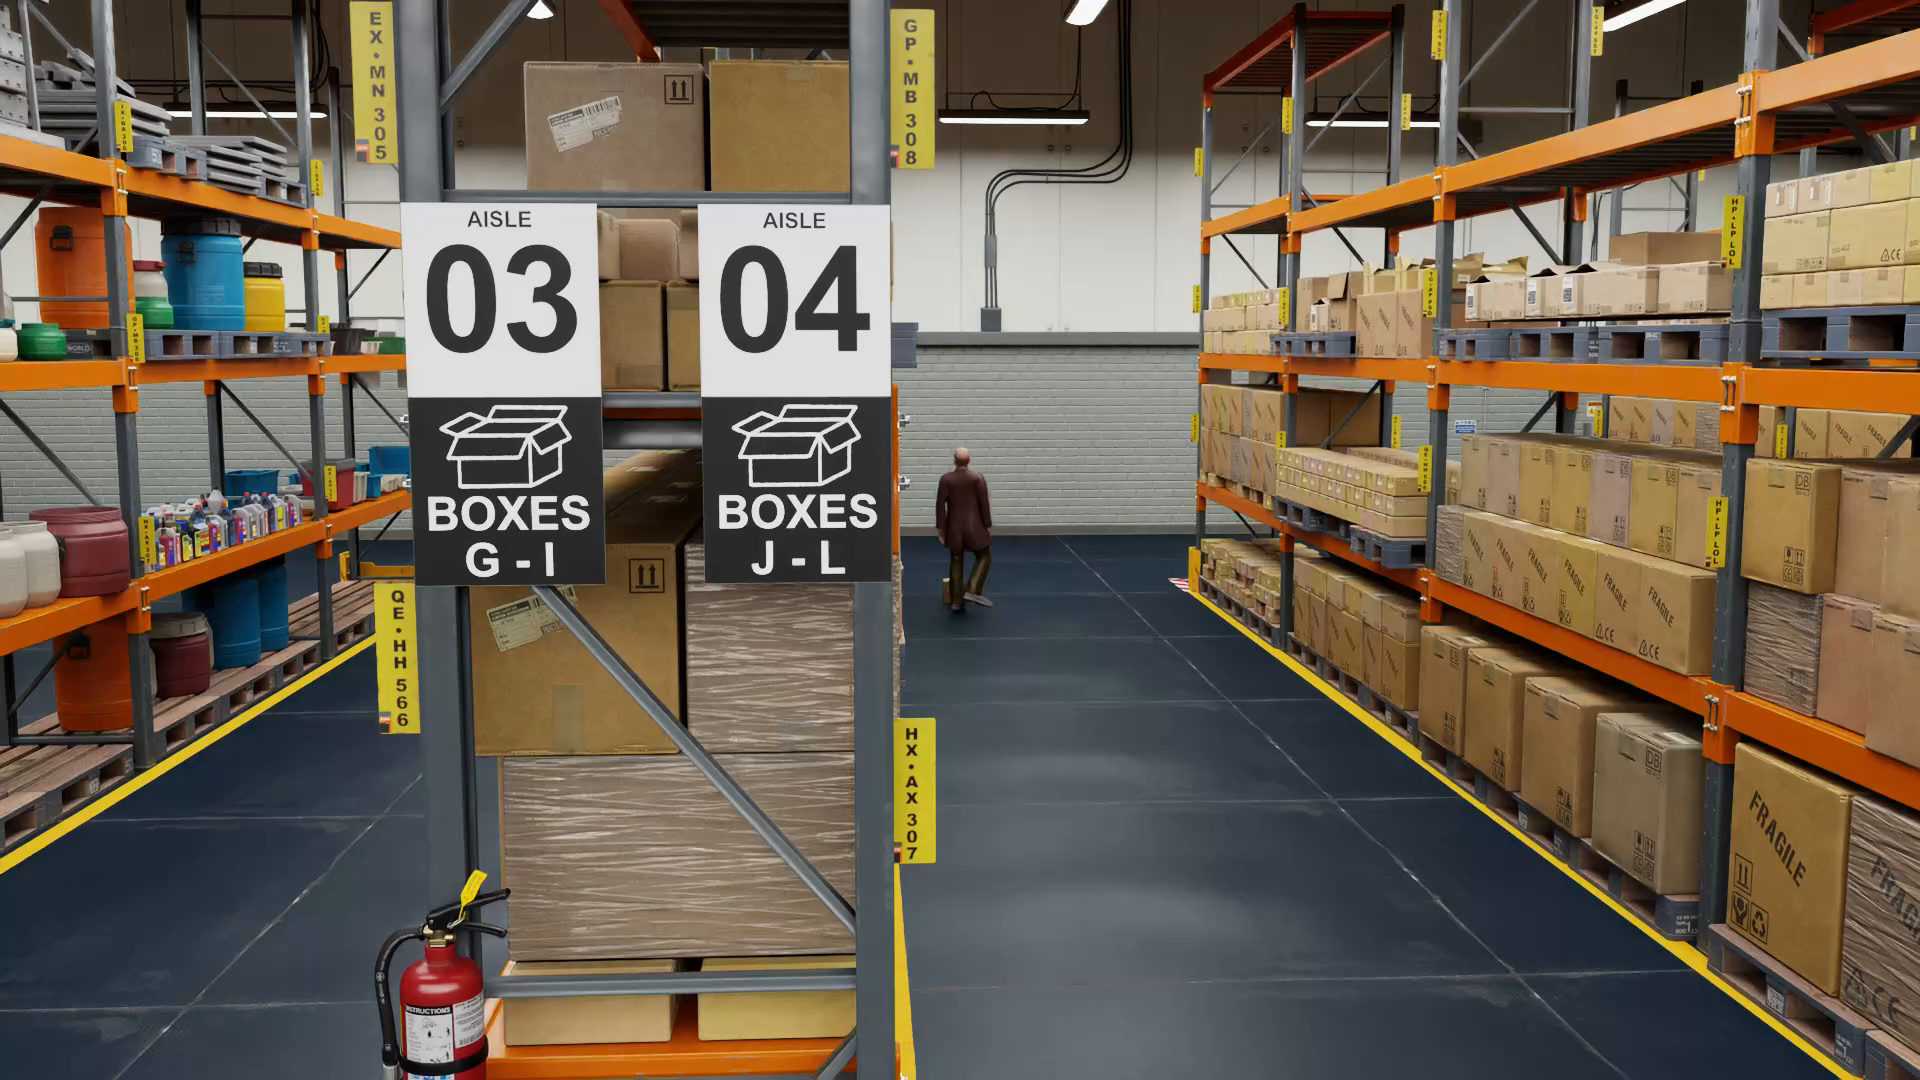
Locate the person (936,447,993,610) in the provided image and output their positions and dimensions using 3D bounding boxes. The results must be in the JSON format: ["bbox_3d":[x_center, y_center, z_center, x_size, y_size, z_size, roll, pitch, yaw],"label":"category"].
[{"bbox_3d":[0.045,-0.125,18.174,0.628,1.781,0.476,2,7,13],"label":"person"}]
